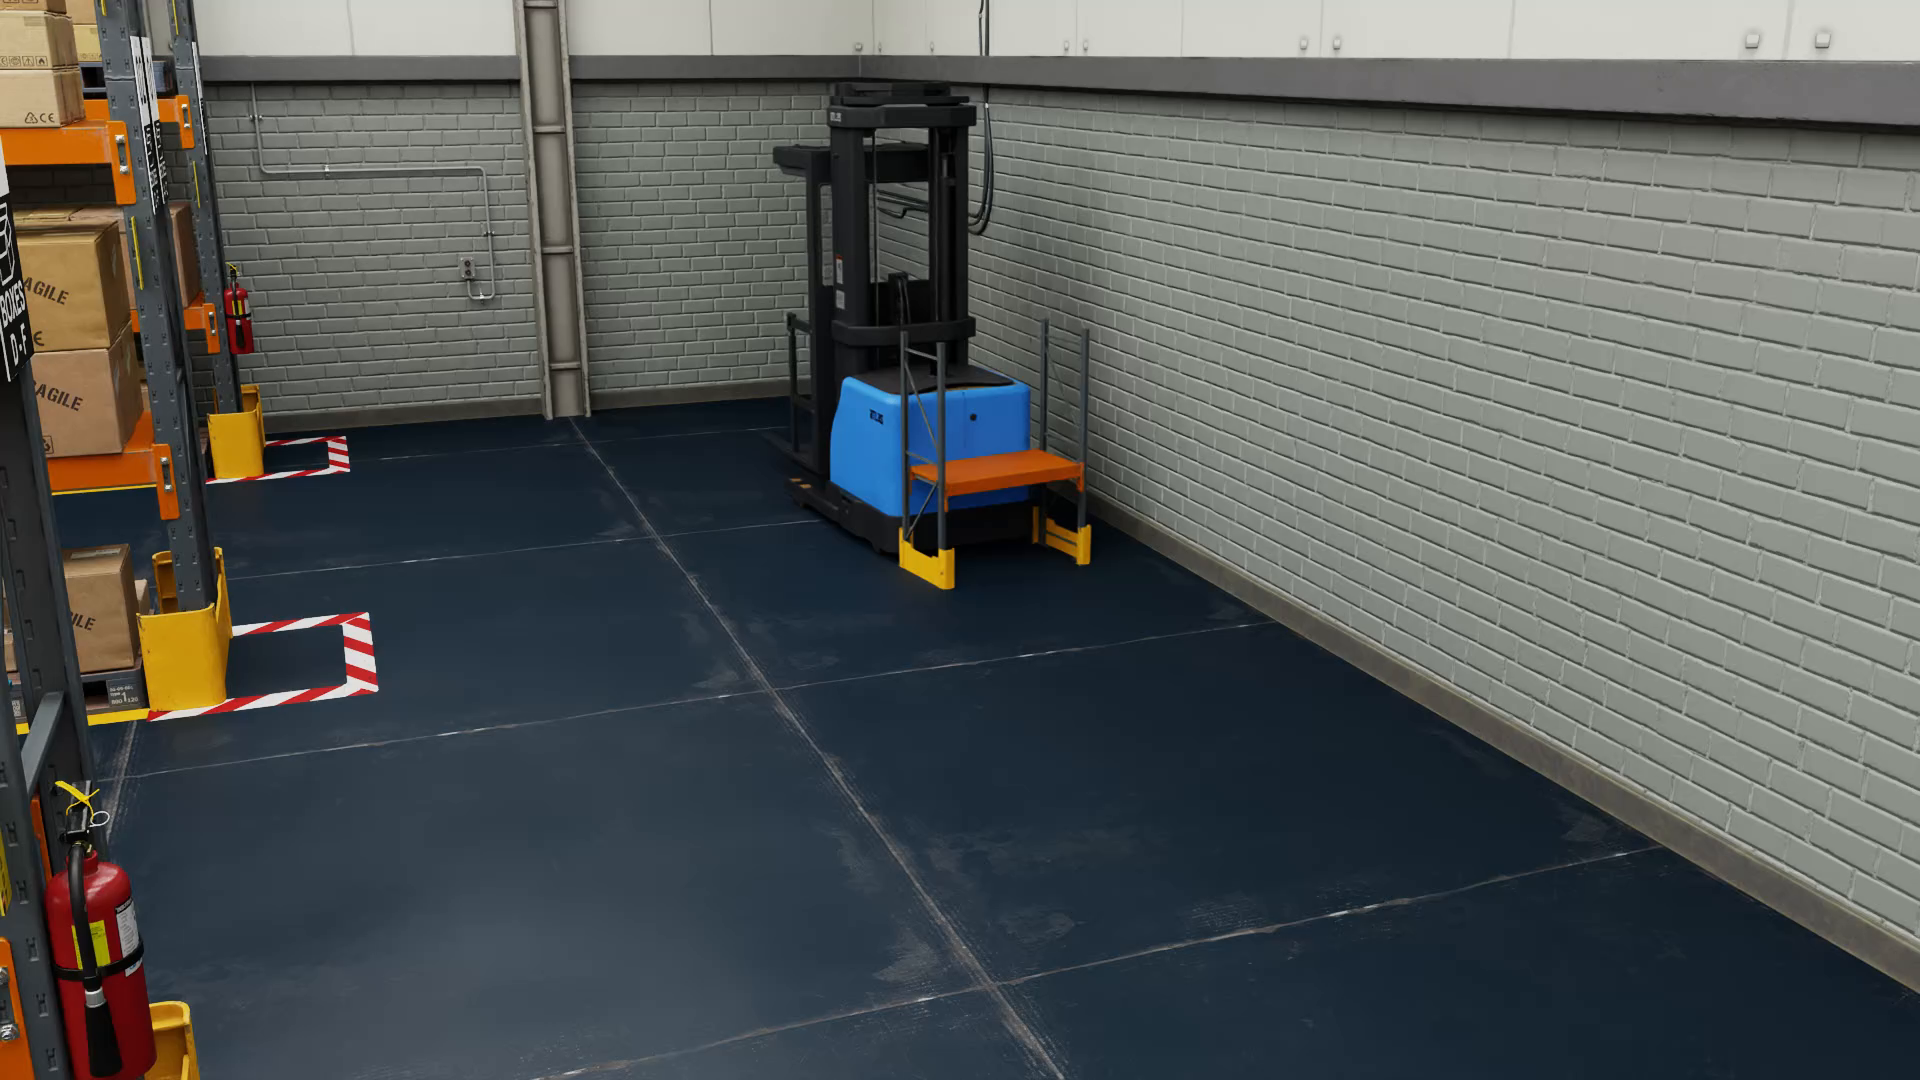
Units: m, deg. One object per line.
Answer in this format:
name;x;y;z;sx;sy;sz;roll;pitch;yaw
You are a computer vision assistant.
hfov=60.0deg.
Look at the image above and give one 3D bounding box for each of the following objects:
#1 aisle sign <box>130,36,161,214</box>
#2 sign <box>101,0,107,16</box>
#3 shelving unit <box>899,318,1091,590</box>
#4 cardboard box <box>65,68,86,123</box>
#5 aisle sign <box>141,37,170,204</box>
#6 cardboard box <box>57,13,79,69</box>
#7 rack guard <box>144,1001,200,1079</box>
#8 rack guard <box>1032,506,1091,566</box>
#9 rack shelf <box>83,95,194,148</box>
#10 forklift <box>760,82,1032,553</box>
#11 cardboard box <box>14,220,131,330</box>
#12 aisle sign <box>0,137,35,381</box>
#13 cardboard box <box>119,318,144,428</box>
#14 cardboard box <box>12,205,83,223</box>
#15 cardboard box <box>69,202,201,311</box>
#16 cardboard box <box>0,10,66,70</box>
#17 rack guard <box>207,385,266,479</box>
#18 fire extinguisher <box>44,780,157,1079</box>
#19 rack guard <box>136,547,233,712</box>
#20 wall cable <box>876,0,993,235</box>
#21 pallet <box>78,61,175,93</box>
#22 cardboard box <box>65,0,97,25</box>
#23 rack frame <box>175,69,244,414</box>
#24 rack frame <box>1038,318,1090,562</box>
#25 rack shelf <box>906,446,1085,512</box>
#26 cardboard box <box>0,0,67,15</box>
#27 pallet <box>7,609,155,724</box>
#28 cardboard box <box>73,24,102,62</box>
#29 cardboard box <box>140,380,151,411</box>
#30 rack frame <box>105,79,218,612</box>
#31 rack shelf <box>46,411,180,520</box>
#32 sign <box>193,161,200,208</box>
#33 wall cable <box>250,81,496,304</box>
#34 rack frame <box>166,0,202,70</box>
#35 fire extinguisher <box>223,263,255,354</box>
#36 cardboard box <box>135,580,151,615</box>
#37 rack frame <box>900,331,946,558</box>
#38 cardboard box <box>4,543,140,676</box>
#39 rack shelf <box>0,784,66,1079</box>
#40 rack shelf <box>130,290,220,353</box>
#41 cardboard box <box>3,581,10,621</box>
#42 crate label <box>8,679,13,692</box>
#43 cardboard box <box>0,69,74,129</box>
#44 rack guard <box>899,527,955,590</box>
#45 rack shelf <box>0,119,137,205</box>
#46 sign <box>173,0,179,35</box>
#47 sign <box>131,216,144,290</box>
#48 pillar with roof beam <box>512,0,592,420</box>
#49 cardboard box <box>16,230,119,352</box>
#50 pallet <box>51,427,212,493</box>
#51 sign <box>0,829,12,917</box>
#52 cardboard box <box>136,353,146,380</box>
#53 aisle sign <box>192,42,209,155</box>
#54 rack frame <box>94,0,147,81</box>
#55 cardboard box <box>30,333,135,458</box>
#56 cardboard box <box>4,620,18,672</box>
aisle sign;-3.793;-1.936;7.752;0.004;0.787;0.394;-6;17;-20
sign;-3.786;-2.478;7.318;0.005;0.325;0.100;-6;17;-20
shelving unit;0.224;-0.561;10.347;1.083;1.500;0.587;-9;19;-29
cardboard box;-4.537;-2.144;8.019;0.500;0.250;0.500;-6;17;-20
aisle sign;-4.008;-2.093;8.289;0.004;0.787;0.394;-6;17;-20
cardboard box;-4.539;-2.386;7.954;0.500;0.250;0.500;-6;17;-20
rack guard;-2.180;1.735;4.302;0.348;0.500;1.175;-6;17;-20
rack guard;0.654;-0.032;10.763;0.087;0.250;0.587;-9;19;-29
rack shelf;-7.610;-2.957;11.798;4.000;0.370;1.077;-6;17;-20
forklift;-0.624;-1.690;11.651;1.130;2.935;3.031;-8;18;-25
cardboard box;-4.475;-1.314;8.298;0.500;0.500;0.500;-6;17;-18
aisle sign;-2.237;-0.791;3.854;0.004;0.787;0.394;-6;17;-20
cardboard box;-4.475;-0.835;8.439;0.500;0.500;0.500;-6;17;-19
cardboard box;-6.890;-2.078;12.320;0.700;0.700;0.980;-6;18;-21
cardboard box;-6.215;-2.155;12.580;0.700;0.700;0.980;-5;17;-18
cardboard box;-4.355;-2.250;7.492;0.500;0.250;0.500;-6;17;-20
rack guard;-5.720;-0.868;13.167;0.348;0.500;1.175;-6;17;-20
fire extinguisher;-1.894;0.862;3.638;0.183;0.674;0.296;-6;17;-20
rack guard;-4.037;0.445;8.695;0.348;0.500;1.175;-6;17;-20
wall cable;-0.333;-3.930;14.020;0.112;2.526;3.097;-6;17;-20
pallet;-6.431;-3.384;12.132;1.213;0.211;1.003;-6;17;-20
cardboard box;-6.328;-3.896;11.730;0.500;0.500;0.500;-6;17;-20
rack frame;-5.742;-2.065;12.806;0.127;3.000;1.000;-6;17;-20
rack frame;0.655;-0.632;10.587;0.032;1.500;0.500;-9;19;-29
rack shelf;0.216;-0.387;10.393;1.000;0.185;0.538;-9;19;-29
cardboard box;-4.440;-2.673;7.601;0.500;0.500;0.700;-6;17;-20
pallet;-4.781;0.664;8.461;1.213;0.211;1.003;-6;17;-20
cardboard box;-6.331;-3.538;11.842;0.500;0.250;0.500;-6;17;-18
cardboard box;-6.360;-0.970;12.769;0.500;0.500;0.700;-6;17;-20
rack frame;-3.966;-0.762;8.369;0.127;3.000;1.000;-6;17;-20
rack shelf;-5.834;-0.215;7.784;4.000;0.370;1.077;-6;17;-20
sign;-5.561;-2.590;12.119;0.005;0.325;0.100;-6;17;-20
wall cable;-4.885;-2.930;13.950;1.851;1.984;0.084;-6;17;-20
rack frame;-5.742;-4.943;11.961;0.127;3.000;1.000;-6;17;-20
fire extinguisher;-5.436;-1.743;12.508;0.183;0.674;0.296;-6;17;-20
cardboard box;-4.480;0.347;8.873;0.250;0.149;0.380;-6;17;-20
rack frame;-0.224;-0.488;10.097;0.032;1.500;0.500;-9;19;-29
cardboard box;-4.386;0.346;8.252;0.500;0.500;0.500;-6;17;-20
rack shelf;-4.065;1.089;3.345;4.000;0.370;1.077;-6;17;-20
rack shelf;-7.610;-1.518;12.221;4.000;0.370;1.077;-6;17;-20
cardboard box;-5.043;0.377;8.590;0.500;0.250;0.500;-6;17;-20
crate label;-2.546;0.532;4.155;0.303;0.233;0.416;-6;17;-20
cardboard box;-4.352;-2.008;7.555;0.500;0.250;0.500;-6;17;-20
rack guard;-0.207;0.109;10.283;0.087;0.250;0.587;-9;19;-29
rack shelf;-5.834;-1.654;7.361;4.000;0.370;1.077;-6;17;-20
sign;-5.561;-3.747;11.779;0.005;0.325;0.100;-6;17;-20
sign;-3.786;-1.321;7.657;0.005;0.325;0.100;-6;17;-20
pillar with roof beam;-1.990;-4.310;9.806;0.400;9.000;9.100;-6;17;-20
cardboard box;-4.284;-1.172;7.815;0.500;0.500;0.500;-6;18;-21
pallet;-6.461;-0.626;12.854;1.213;0.211;1.003;-6;17;-20
sign;-1.985;0.607;3.420;0.005;0.325;0.100;-6;17;-20
cardboard box;-6.315;-1.347;12.900;0.250;0.149;0.380;-6;17;-20
aisle sign;-5.568;-3.241;12.196;0.004;0.787;0.394;-6;17;-20
rack frame;-3.966;-3.640;7.524;0.127;3.000;1.000;-6;17;-20
cardboard box;-4.287;-0.693;7.957;0.500;0.500;0.500;-6;17;-18
cardboard box;-4.796;0.523;8.241;0.250;0.166;0.380;-6;17;-20
